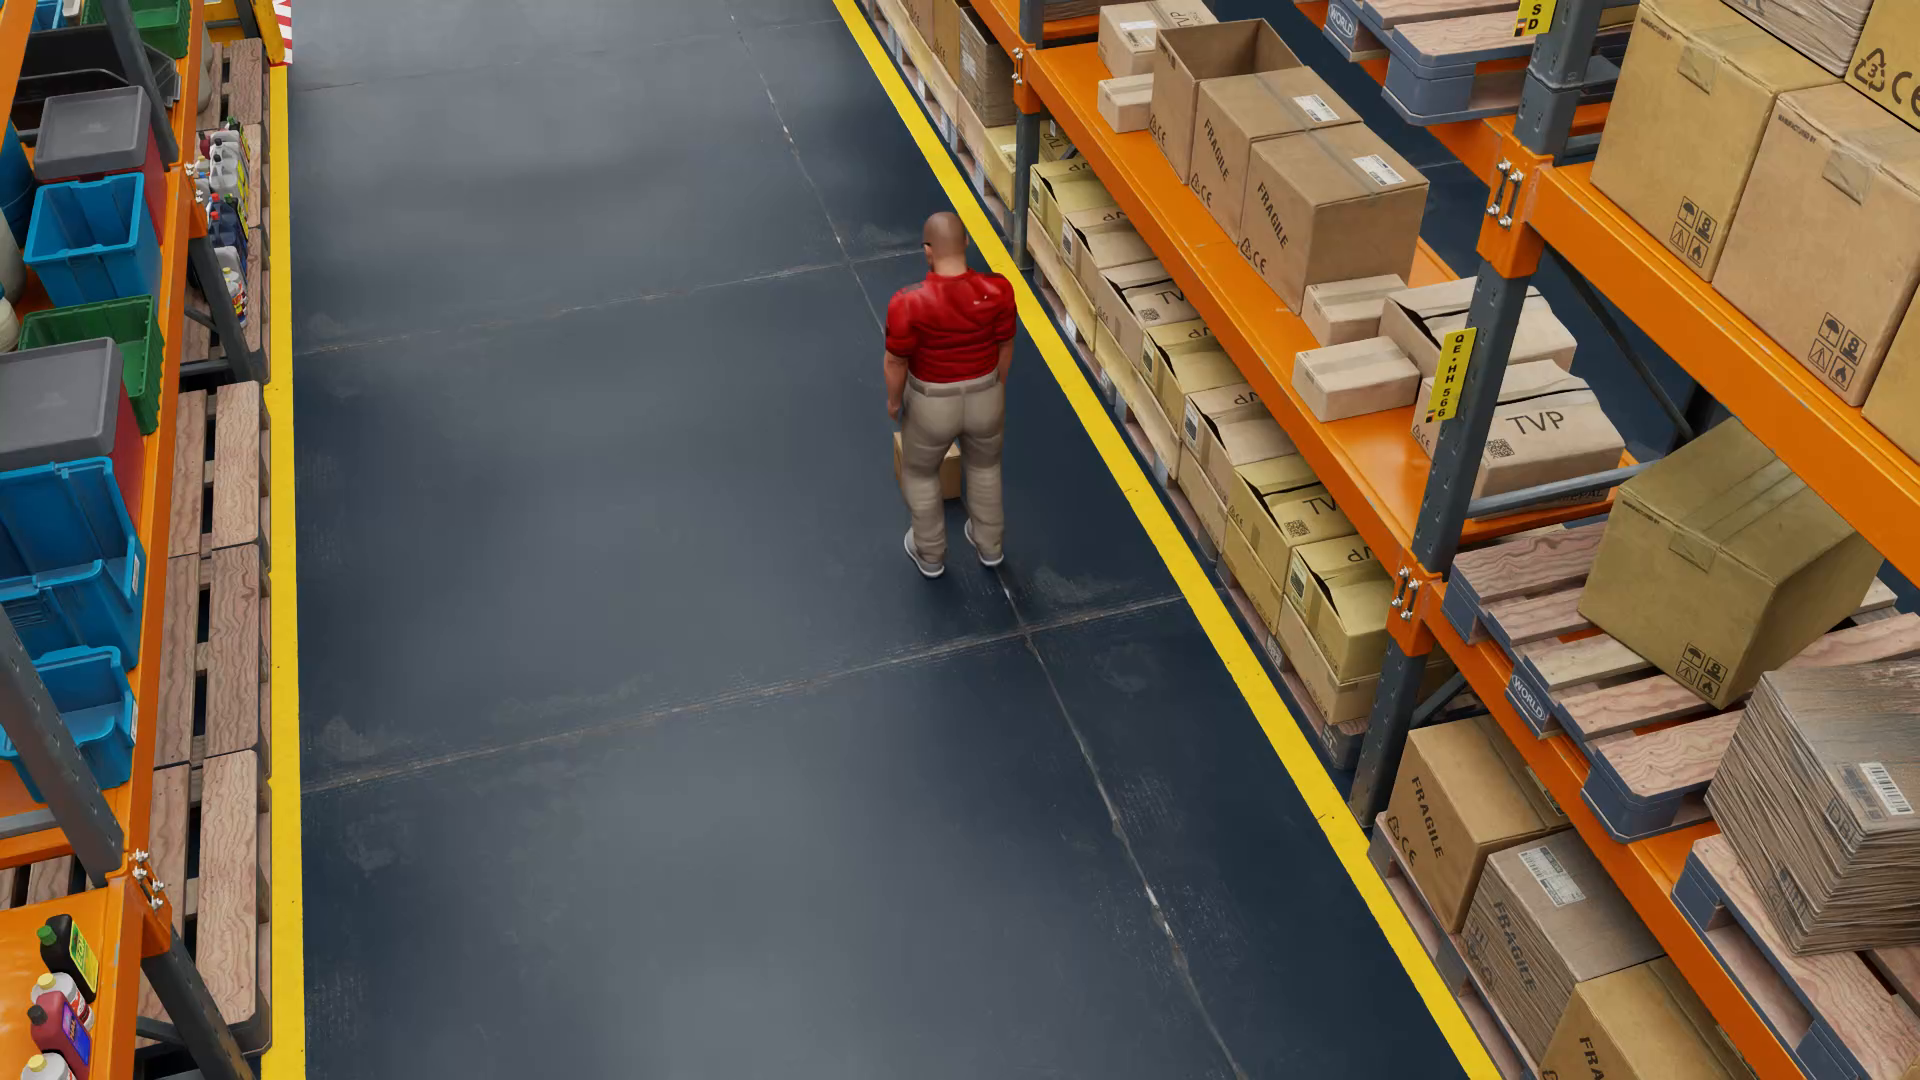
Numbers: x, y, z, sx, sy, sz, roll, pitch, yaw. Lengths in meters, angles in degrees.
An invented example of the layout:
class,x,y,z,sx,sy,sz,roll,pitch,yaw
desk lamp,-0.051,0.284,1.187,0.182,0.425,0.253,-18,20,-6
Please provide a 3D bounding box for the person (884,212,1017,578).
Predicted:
class,x,y,z,sx,sy,sz,roll,pitch,yaw
person,-0.048,-0.570,6.823,0.536,1.716,0.362,-10,43,-11
